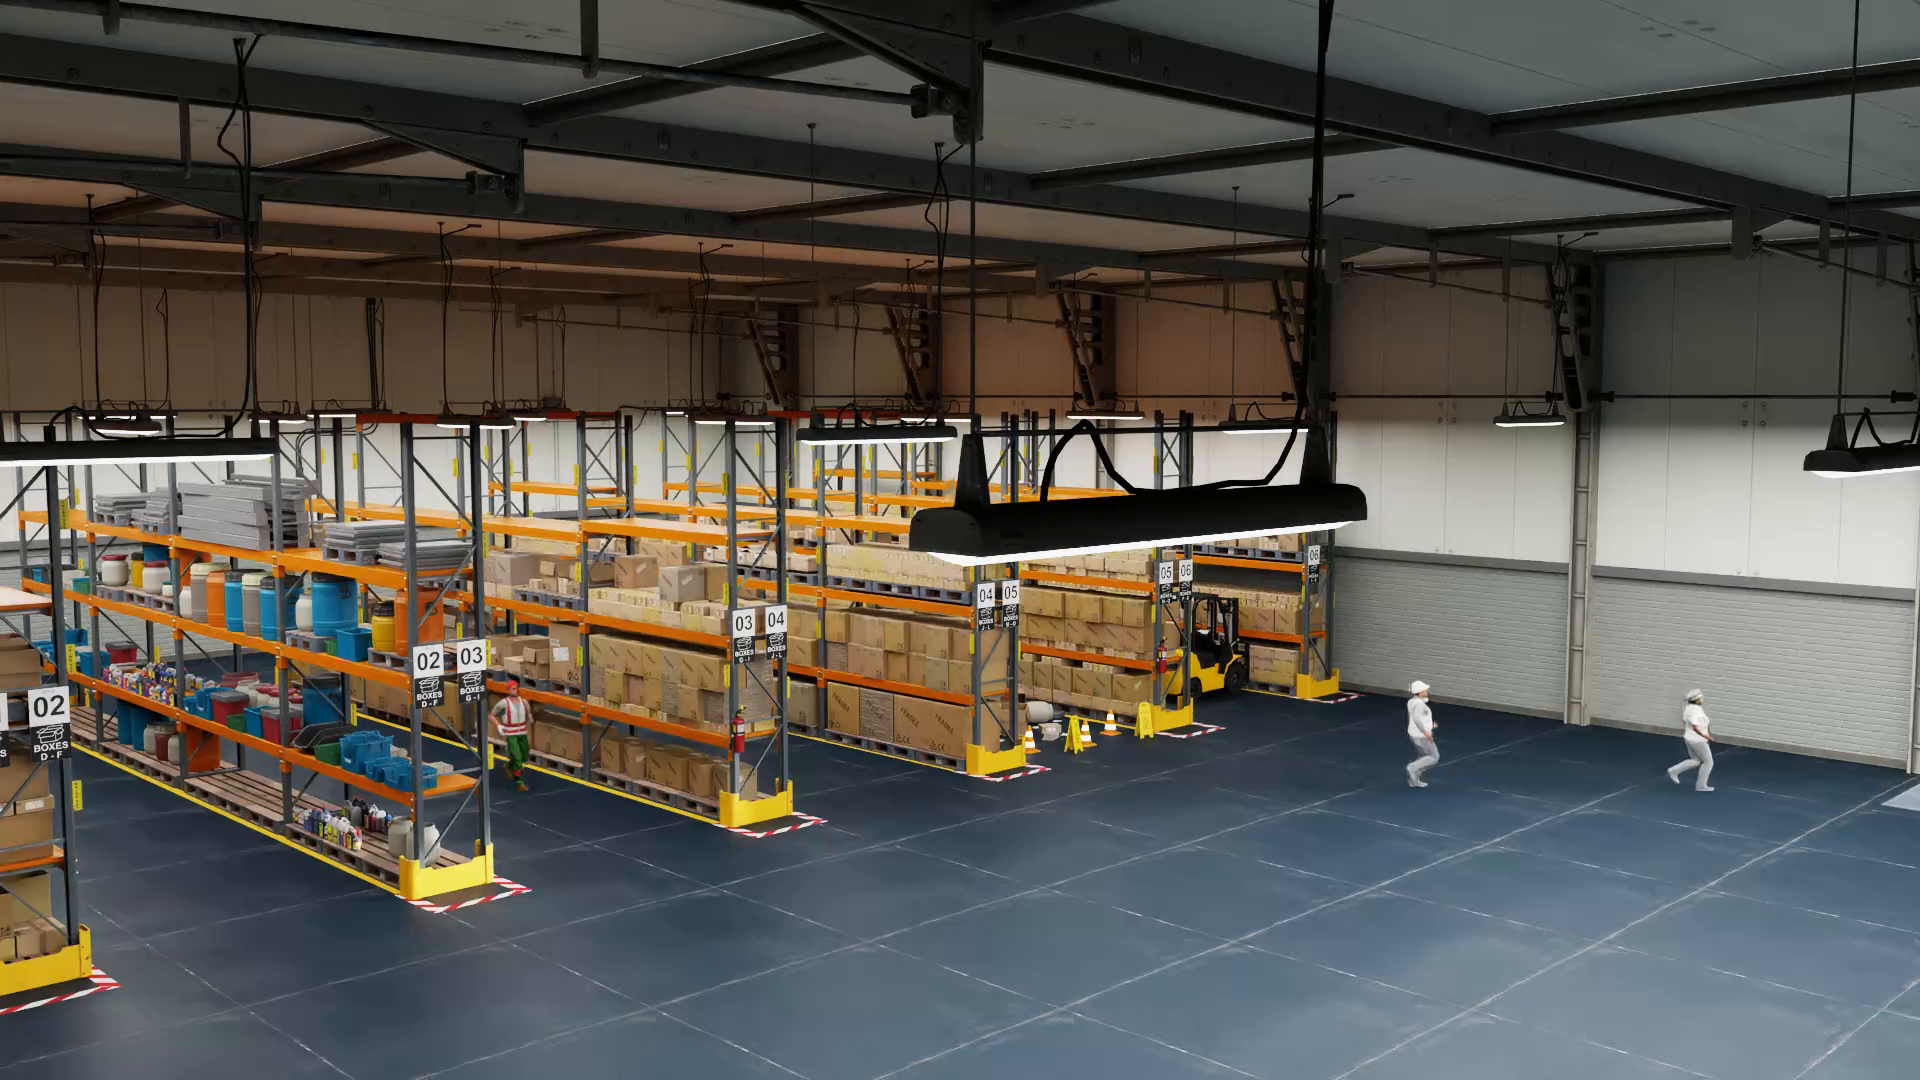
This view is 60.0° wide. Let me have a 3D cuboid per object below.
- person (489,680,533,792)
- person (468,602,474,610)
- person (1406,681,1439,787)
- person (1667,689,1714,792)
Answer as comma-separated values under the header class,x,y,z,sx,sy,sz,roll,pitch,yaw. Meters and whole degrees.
class,x,y,z,sx,sy,sz,roll,pitch,yaw
person,-7.179,3.132,26.753,0.868,1.760,0.669,5,7,44
person,-11.965,2.106,40.052,0.746,1.526,0.687,-4,6,-40
person,7.492,3.136,26.871,0.533,1.726,0.665,0,5,-3
person,11.728,3.200,26.583,0.701,1.644,0.581,0,5,1
